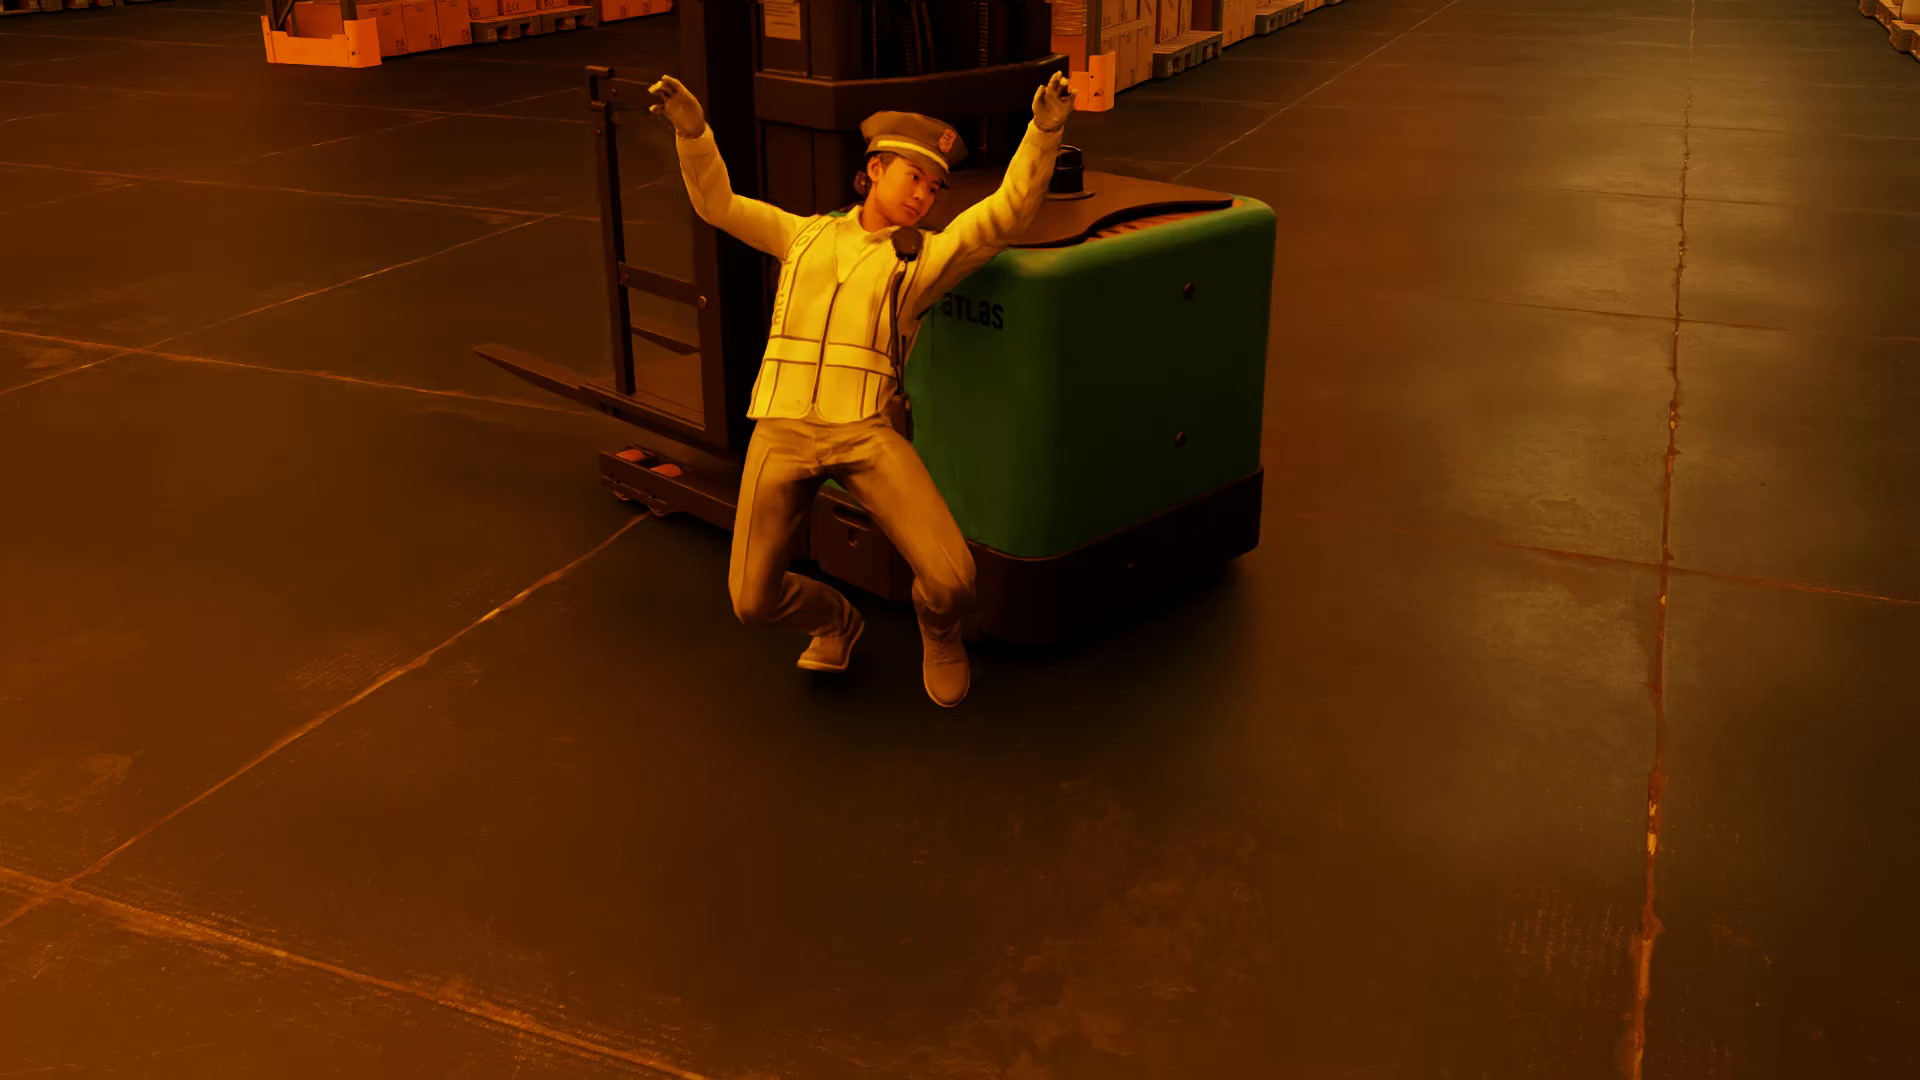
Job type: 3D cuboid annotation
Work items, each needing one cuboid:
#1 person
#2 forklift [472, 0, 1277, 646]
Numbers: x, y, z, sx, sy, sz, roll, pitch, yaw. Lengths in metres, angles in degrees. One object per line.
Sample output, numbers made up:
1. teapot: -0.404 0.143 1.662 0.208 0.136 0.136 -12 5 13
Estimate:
1. person: -0.165 -0.337 3.919 0.880 1.536 0.760 5 23 11
2. forklift: -0.523 -1.552 5.004 3.031 2.935 1.130 21 30 40
